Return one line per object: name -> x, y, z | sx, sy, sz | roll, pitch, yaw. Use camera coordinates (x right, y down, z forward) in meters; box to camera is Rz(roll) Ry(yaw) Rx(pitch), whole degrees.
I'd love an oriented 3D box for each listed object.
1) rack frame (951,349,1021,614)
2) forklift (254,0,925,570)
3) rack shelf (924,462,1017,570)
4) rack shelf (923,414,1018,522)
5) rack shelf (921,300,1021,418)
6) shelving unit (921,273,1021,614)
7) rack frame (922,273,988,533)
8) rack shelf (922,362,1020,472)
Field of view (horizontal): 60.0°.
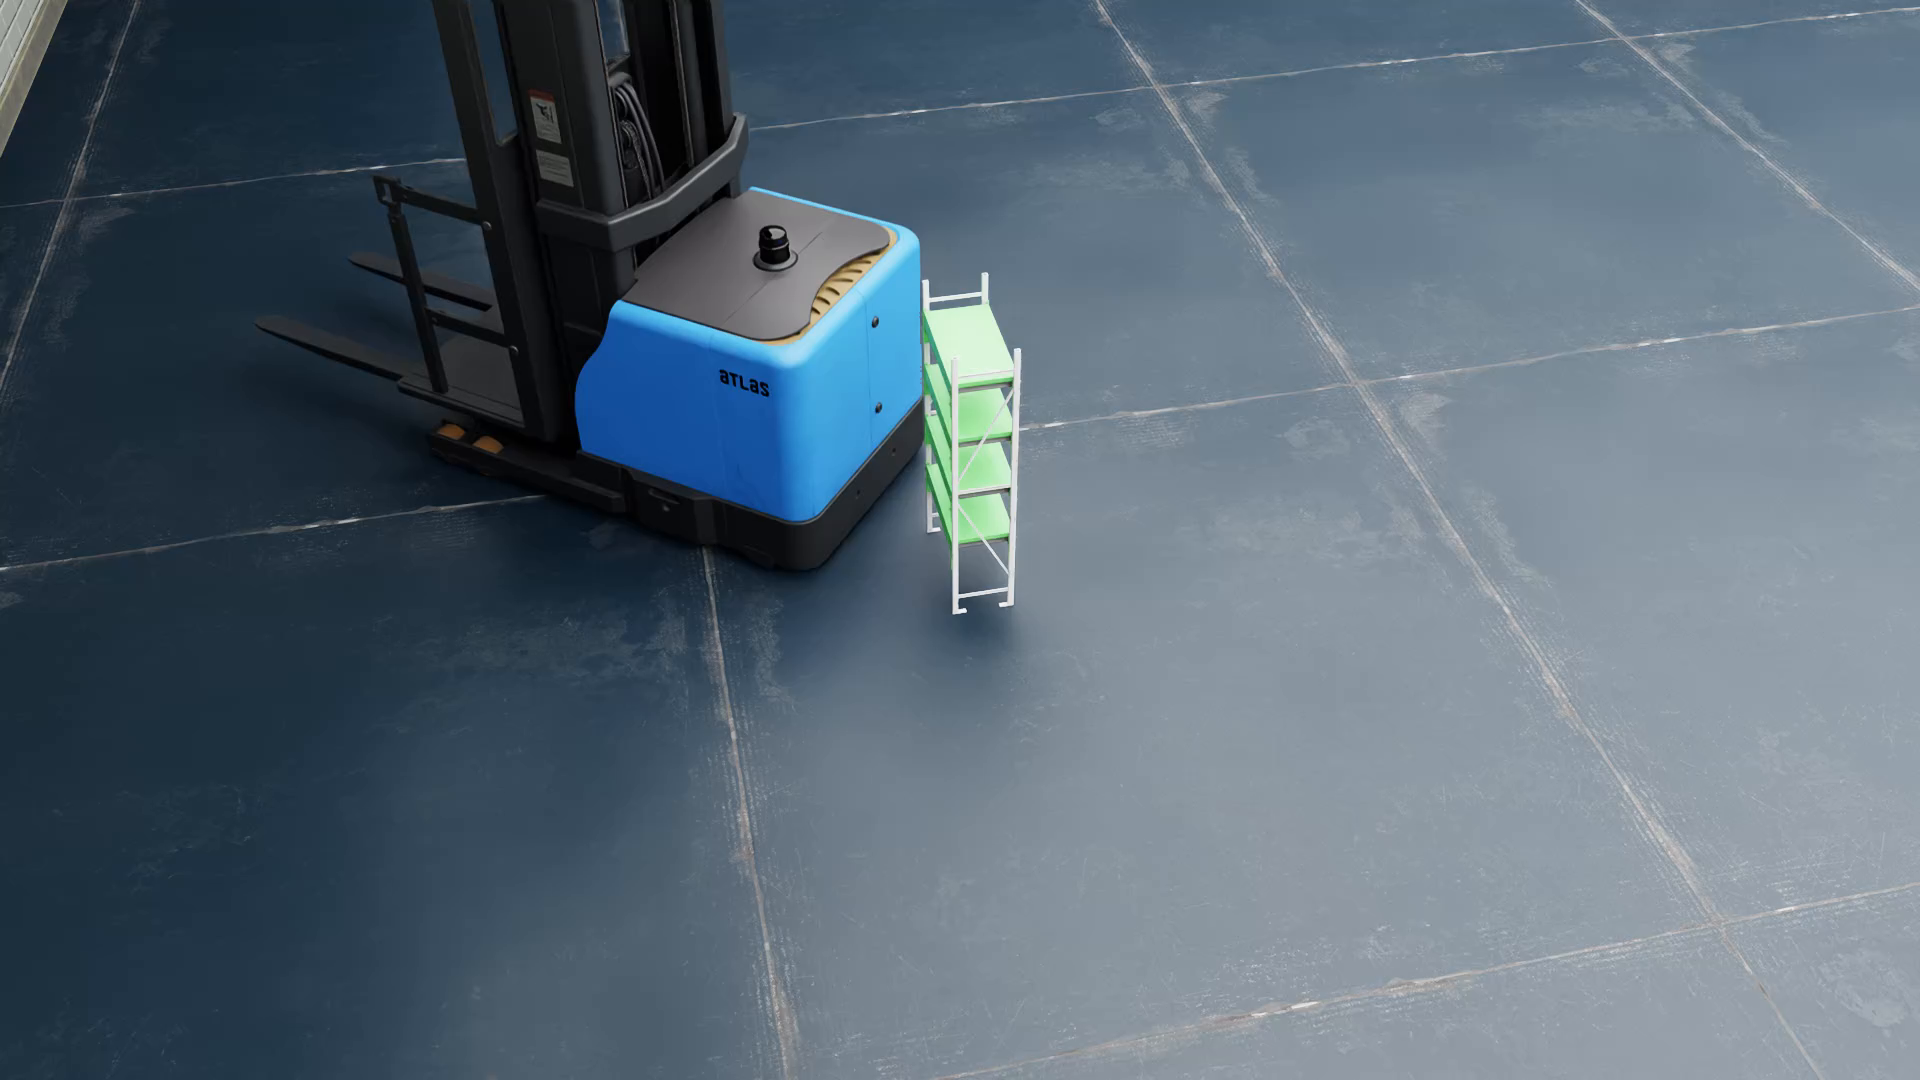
rack frame -> 0.088, -0.183, 6.053 | 0.240, 1.200, 0.015 | -8, 42, -9
forklift -> -1.696, -1.661, 6.413 | 3.031, 2.935, 1.130 | 18, 45, 20
rack shelf -> 0.036, -0.114, 6.433 | 0.258, 0.148, 0.480 | -8, 42, -9
rack shelf -> 0.036, -0.294, 6.273 | 0.258, 0.148, 0.480 | -8, 42, -9
rack shelf -> 0.036, -0.653, 5.955 | 0.258, 0.148, 0.480 | -8, 42, -9
shelving unit -> 0.036, -0.341, 6.231 | 0.258, 1.200, 0.503 | -8, 42, -9
rack frame -> -0.017, -0.500, 6.409 | 0.240, 1.200, 0.015 | -8, 42, -9
rack shelf -> 0.036, -0.473, 6.114 | 0.258, 0.148, 0.480 | -8, 42, -9
